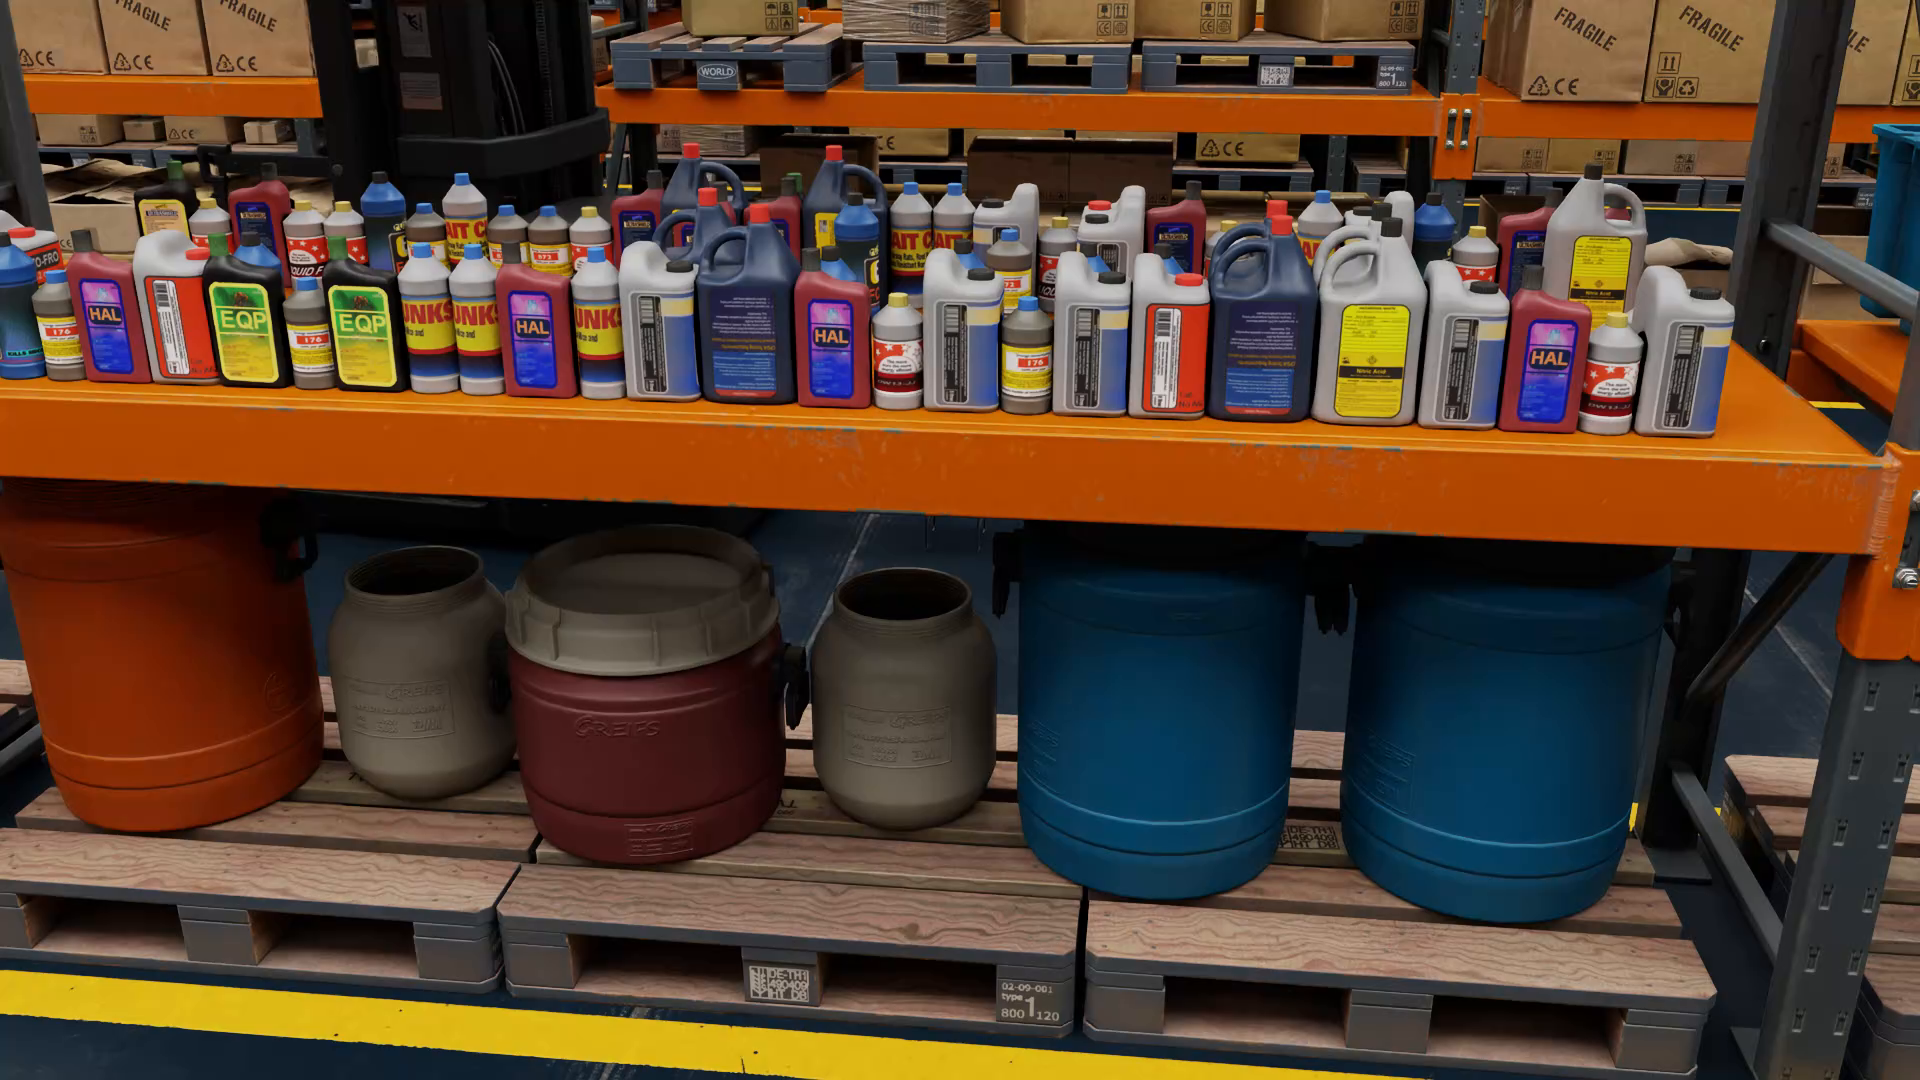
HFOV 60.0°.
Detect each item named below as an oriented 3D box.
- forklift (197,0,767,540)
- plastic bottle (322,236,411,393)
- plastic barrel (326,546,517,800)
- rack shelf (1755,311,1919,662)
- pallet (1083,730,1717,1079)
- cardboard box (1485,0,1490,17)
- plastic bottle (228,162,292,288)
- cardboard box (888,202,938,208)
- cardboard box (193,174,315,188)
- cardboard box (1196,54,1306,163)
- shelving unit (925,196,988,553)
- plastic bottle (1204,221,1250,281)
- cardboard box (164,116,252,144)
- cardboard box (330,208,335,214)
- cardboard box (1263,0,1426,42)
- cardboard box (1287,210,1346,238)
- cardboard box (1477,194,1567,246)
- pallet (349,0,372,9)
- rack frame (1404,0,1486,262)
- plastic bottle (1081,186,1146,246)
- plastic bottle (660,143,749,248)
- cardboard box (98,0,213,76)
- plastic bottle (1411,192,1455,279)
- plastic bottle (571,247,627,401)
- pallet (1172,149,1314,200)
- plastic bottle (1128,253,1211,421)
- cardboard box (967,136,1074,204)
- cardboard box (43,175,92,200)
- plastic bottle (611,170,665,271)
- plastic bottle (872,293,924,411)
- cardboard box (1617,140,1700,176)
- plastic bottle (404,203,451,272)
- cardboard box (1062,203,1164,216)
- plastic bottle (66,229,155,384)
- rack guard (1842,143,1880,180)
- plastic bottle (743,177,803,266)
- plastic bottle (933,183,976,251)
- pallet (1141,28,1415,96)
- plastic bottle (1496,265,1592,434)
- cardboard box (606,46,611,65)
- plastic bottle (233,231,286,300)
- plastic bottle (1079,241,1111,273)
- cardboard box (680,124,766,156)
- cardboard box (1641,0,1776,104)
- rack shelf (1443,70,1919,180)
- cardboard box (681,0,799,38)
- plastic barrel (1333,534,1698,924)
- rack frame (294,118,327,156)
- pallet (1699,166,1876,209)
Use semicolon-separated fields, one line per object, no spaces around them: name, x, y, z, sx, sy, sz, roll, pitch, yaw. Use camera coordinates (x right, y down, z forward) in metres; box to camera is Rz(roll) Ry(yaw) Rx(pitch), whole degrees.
forklift;-2.139;-1.583;5.958;3.031;2.935;1.130;5;22;13
plastic bottle;-1.099;-0.417;3.074;0.133;0.283;0.061;2;22;6
plastic barrel;-1.248;0.308;3.895;0.421;0.512;0.421;0;22;0
rack shelf;3.652;-0.067;3.007;4.000;0.370;1.077;2;22;6
pallet;0.904;0.760;3.729;1.213;0.211;1.003;2;22;6
cardboard box;4.092;-4.181;12.028;0.700;0.700;0.980;2;22;5
plastic bottle;-1.626;-0.735;3.877;0.133;0.283;0.061;2;22;6
cardboard box;-0.284;-1.343;8.059;0.500;0.500;0.500;2;22;6
cardboard box;-3.745;-1.841;8.923;0.500;0.311;0.500;2;22;6
cardboard box;2.171;-3.281;12.512;0.750;0.750;0.750;3;22;7
shelving unit;-0.014;-0.559;5.721;0.189;1.200;0.258;2;22;6
plastic bottle;0.582;-0.594;3.632;0.097;0.201;0.097;0;22;0
cardboard box;-6.148;-3.523;13.574;0.500;0.500;0.500;1;22;2
cardboard box;-2.786;-1.599;8.311;0.500;0.311;0.500;2;22;5
cardboard box;1.808;-2.640;7.831;0.500;0.500;0.700;-5;22;-12
cardboard box;1.728;-1.255;7.836;0.500;0.500;0.500;2;22;6
cardboard box;2.851;-1.417;8.246;0.500;0.500;0.500;2;22;6
pallet;-4.371;-4.276;12.936;1.213;0.211;1.003;2;22;6
rack frame;2.252;-2.296;7.668;0.127;3.000;1.000;2;22;6
plastic bottle;0.331;-0.629;3.620;0.135;0.276;0.152;2;22;6
plastic bottle;-0.567;-0.705;3.709;0.185;0.351;0.144;2;22;6
cardboard box;-3.911;-2.605;8.313;0.500;0.500;0.500;3;22;6
plastic bottle;1.006;-0.608;3.573;0.097;0.271;0.097;0;22;0
plastic bottle;-0.656;-0.399;3.045;0.097;0.271;0.097;0;22;0
pallet;2.056;-2.814;12.770;1.213;0.211;1.003;2;22;6
plastic bottle;0.372;-0.367;2.956;0.135;0.276;0.152;2;22;6
cardboard box;0.309;-1.862;8.350;0.500;0.250;0.500;2;22;5
cardboard box;-4.815;-1.687;8.534;0.500;0.311;0.500;2;22;6
plastic bottle;-0.720;-0.695;3.778;0.133;0.283;0.061;2;22;6
plastic bottle;-0.110;-0.343;2.998;0.097;0.201;0.097;0;22;0
cardboard box;5.100;-3.002;12.281;0.500;0.500;0.700;2;22;5
plastic bottle;-1.223;-0.672;3.831;0.097;0.201;0.097;0;22;0
cardboard box;0.774;-1.492;8.434;0.500;0.500;0.500;3;22;7
plastic bottle;-1.594;-0.439;3.129;0.133;0.283;0.061;2;22;6
rack guard;6.827;-2.768;12.262;0.348;0.500;1.175;2;22;6
plastic bottle;-0.411;-0.659;3.687;0.133;0.283;0.061;2;22;6
plastic bottle;-0.011;-0.652;3.685;0.097;0.271;0.097;0;22;0
pallet;1.471;-2.281;7.891;1.213;0.211;1.003;2;22;6
plastic bottle;1.001;-0.326;2.843;0.133;0.283;0.061;2;22;6
cardboard box;-2.932;-3.749;13.124;0.500;0.250;0.500;2;22;6
plastic bottle;-1.337;-0.451;3.177;0.097;0.271;0.097;0;22;0
plastic bottle;0.235;-0.417;3.089;0.097;0.271;0.097;0;22;0
cardboard box;-1.862;-3.332;13.090;0.500;0.500;0.700;3;22;7
cardboard box;3.235;-2.200;7.289;0.500;0.500;0.500;3;22;7
rack shelf;4.238;-1.875;7.581;4.000;0.370;1.077;2;22;6
cardboard box;-1.081;-2.725;8.045;0.500;0.500;0.700;-5;22;-12
plastic barrel;1.127;0.263;3.478;0.708;0.901;0.600;2;22;6
rack frame;-5.113;-4.451;13.118;0.127;3.000;1.000;2;22;6
pallet;6.000;-2.641;12.333;1.213;0.211;1.003;2;22;6
